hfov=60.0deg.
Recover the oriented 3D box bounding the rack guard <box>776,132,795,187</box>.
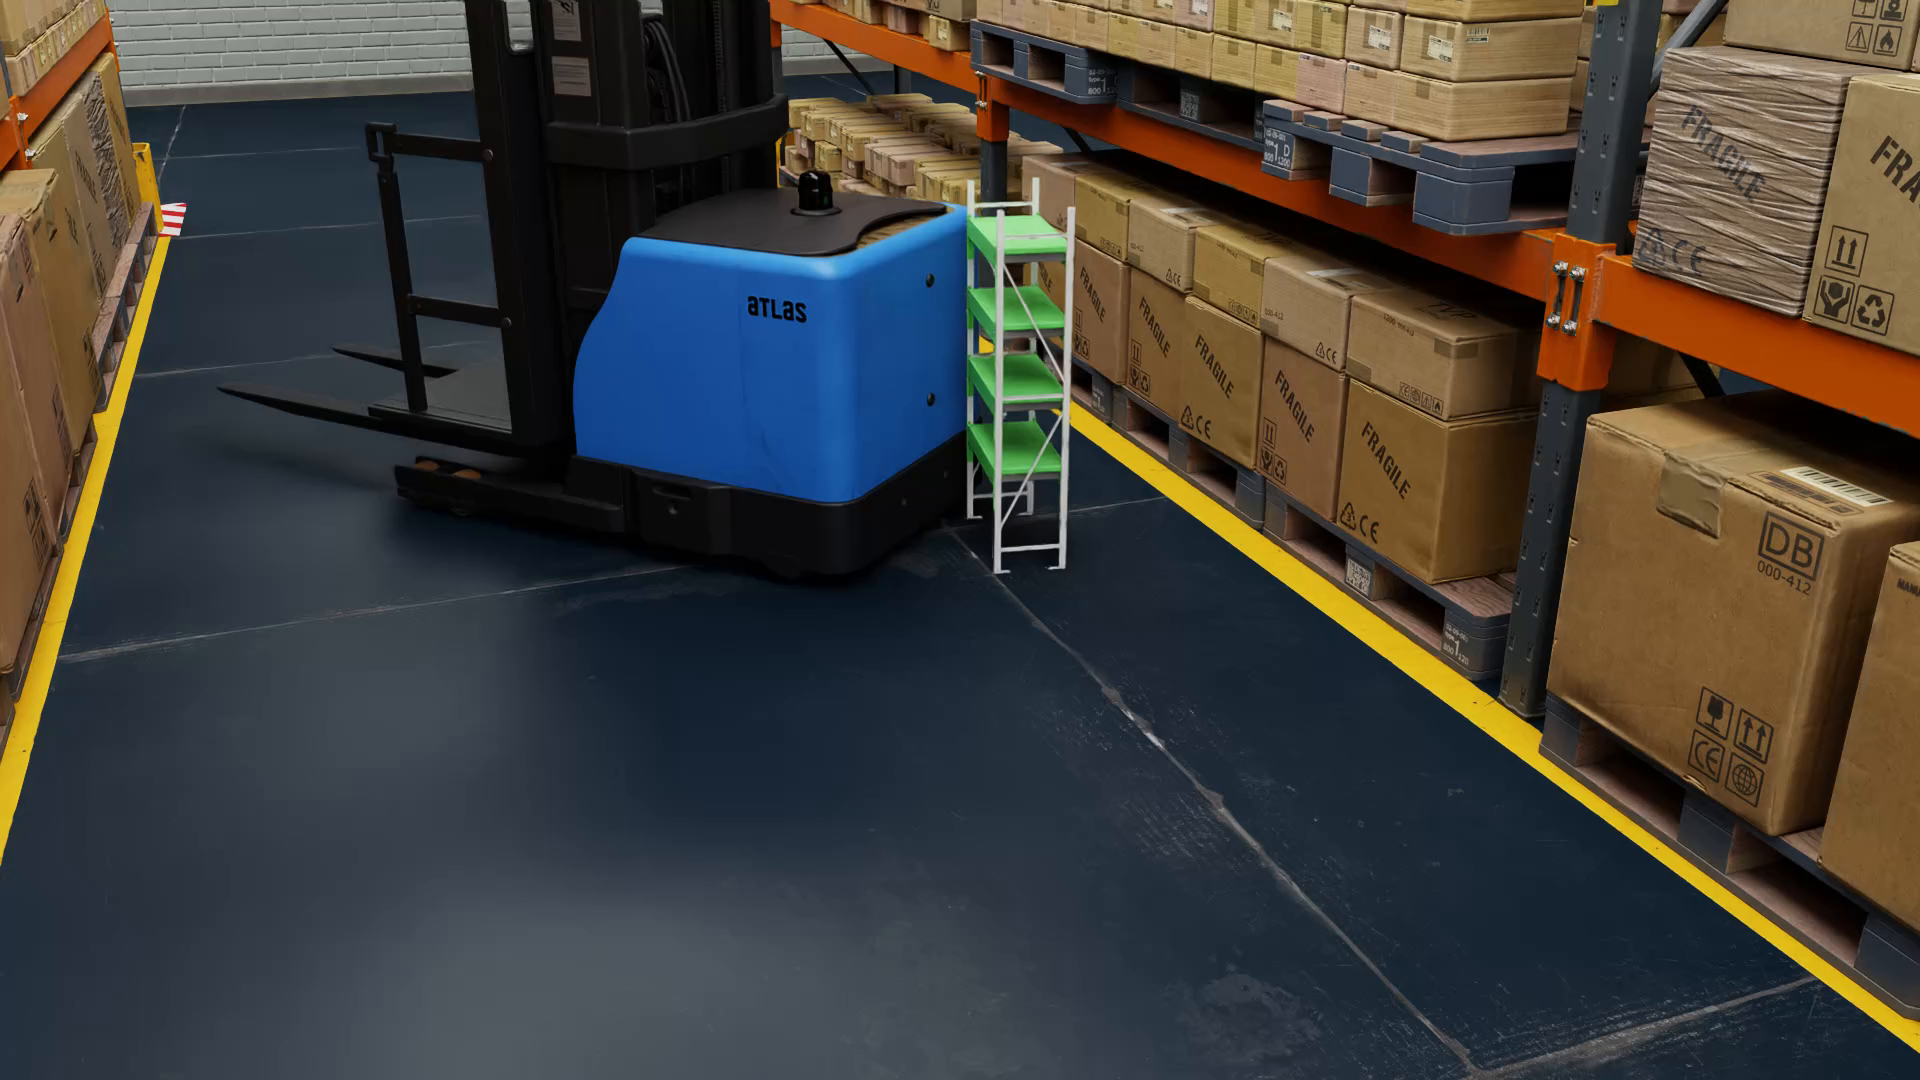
[{"bbox_3d":[-0.802,-2.701,11.514,1.175,0.500,0.348,-8,24,-19],"label":"rack guard"}]

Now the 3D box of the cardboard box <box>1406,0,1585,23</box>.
[{"bbox_3d":[1.396,-1.441,4.323,0.380,0.149,0.250,-9,25,-21],"label":"cardboard box"}]

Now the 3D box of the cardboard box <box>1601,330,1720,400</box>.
[{"bbox_3d":[1.981,-0.644,5.129,0.500,0.250,0.500,-9,25,-21],"label":"cardboard box"}]

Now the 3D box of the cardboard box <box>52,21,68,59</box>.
[{"bbox_3d":[-4.343,-2.291,7.648,0.380,0.149,0.250,-8,24,-18],"label":"cardboard box"}]

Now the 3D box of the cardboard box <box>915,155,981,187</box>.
[{"bbox_3d":[-0.025,-1.956,8.893,0.380,0.149,0.250,-8,24,-17],"label":"cardboard box"}]

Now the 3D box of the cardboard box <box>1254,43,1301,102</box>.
[{"bbox_3d":[1.132,-1.442,5.093,0.380,0.149,0.250,-9,24,-20],"label":"cardboard box"}]

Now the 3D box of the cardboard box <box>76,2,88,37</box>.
[{"bbox_3d":[-4.708,-2.666,8.536,0.380,0.149,0.250,-9,24,-20],"label":"cardboard box"}]

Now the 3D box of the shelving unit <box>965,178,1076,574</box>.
[{"bbox_3d":[0.187,-0.543,5.495,0.258,1.200,0.503,-4,23,-9],"label":"shelving unit"}]

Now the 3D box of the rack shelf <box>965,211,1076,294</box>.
[{"bbox_3d":[0.187,-0.927,5.333,0.258,0.148,0.480,-4,23,-9],"label":"rack shelf"}]

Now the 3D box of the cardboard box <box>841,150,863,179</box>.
[{"bbox_3d":[-0.499,-2.296,10.082,0.380,0.149,0.250,-10,25,-22],"label":"cardboard box"}]

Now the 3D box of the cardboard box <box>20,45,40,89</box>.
[{"bbox_3d":[-3.977,-1.916,6.757,0.380,0.149,0.250,-9,25,-21],"label":"cardboard box"}]

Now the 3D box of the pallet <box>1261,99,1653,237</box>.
[{"bbox_3d":[1.646,-1.129,4.815,1.213,0.211,1.003,-8,24,-19],"label":"pallet"}]

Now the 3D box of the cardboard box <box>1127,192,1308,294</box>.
[{"bbox_3d":[0.965,-1.130,6.282,0.500,0.250,0.500,-7,24,-17],"label":"cardboard box"}]

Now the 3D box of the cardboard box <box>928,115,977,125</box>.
[{"bbox_3d":[0.020,-2.508,10.202,0.380,0.149,0.250,-7,24,-17],"label":"cardboard box"}]

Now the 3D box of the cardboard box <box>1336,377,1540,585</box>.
[{"bbox_3d":[1.521,-0.218,5.084,0.500,0.500,0.500,-8,24,-19],"label":"cardboard box"}]

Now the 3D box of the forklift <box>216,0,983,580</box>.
[{"bbox_3d":[-1.468,-1.606,5.788,3.031,2.935,1.130,11,25,25],"label":"forklift"}]

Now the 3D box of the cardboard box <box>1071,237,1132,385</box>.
[{"bbox_3d":[0.786,-0.972,6.871,0.500,0.500,0.500,-7,24,-17],"label":"cardboard box"}]

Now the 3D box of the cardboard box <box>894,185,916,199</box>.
[{"bbox_3d":[-0.148,-1.901,9.144,0.380,0.149,0.250,-8,24,-18],"label":"cardboard box"}]

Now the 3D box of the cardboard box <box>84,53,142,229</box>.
[{"bbox_3d":[-5.203,-2.229,9.372,0.875,0.875,0.875,-8,24,-19],"label":"cardboard box"}]

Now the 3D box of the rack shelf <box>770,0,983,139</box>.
[{"bbox_3d":[-0.122,-2.822,9.510,1.077,0.370,4.000,-8,24,-19],"label":"rack shelf"}]

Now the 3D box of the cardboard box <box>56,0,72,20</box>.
[{"bbox_3d":[-4.538,-2.607,7.883,0.500,0.250,0.500,-8,24,-19],"label":"cardboard box"}]

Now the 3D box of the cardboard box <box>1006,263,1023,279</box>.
[{"bbox_3d":[0.127,-1.402,8.345,0.380,0.149,0.250,-8,24,-18],"label":"cardboard box"}]

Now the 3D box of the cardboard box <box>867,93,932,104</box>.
[{"bbox_3d":[-0.404,-2.877,11.077,0.380,0.149,0.250,-8,24,-18],"label":"cardboard box"}]

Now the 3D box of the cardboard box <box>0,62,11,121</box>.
[{"bbox_3d":[-3.671,-1.697,5.785,0.500,0.500,0.500,-8,24,-19],"label":"cardboard box"}]

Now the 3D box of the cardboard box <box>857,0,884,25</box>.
[{"bbox_3d":[-0.355,-2.941,9.189,0.380,0.149,0.250,-8,24,-18],"label":"cardboard box"}]

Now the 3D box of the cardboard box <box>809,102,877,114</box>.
[{"bbox_3d":[-0.751,-2.714,10.690,0.380,0.149,0.250,-8,24,-18],"label":"cardboard box"}]

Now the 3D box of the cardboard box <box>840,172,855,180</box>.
[{"bbox_3d":[-0.513,-2.165,10.155,0.380,0.149,0.250,-8,24,-19],"label":"cardboard box"}]

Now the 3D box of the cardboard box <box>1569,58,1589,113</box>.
[{"bbox_3d":[1.934,-1.339,4.848,0.380,0.149,0.250,-7,24,-16],"label":"cardboard box"}]

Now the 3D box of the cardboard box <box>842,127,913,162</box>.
[{"bbox_3d":[-0.478,-2.322,9.760,0.380,0.149,0.250,-8,24,-18],"label":"cardboard box"}]

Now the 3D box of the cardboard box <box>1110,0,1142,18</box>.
[{"bbox_3d":[0.762,-1.959,5.937,0.380,0.149,0.250,-9,24,-20],"label":"cardboard box"}]

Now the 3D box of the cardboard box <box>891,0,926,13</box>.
[{"bbox_3d":[-0.033,-2.936,8.342,0.500,0.500,0.500,-9,24,-20],"label":"cardboard box"}]

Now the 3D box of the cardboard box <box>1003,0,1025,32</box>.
[{"bbox_3d":[0.397,-2.198,6.887,0.380,0.149,0.250,-8,24,-18],"label":"cardboard box"}]

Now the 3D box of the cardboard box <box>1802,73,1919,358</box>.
[{"bbox_3d":[2.086,-0.635,3.266,0.500,0.500,0.500,-9,24,-19],"label":"cardboard box"}]

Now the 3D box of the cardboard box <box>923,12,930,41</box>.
[{"bbox_3d":[0.033,-2.567,8.301,0.380,0.149,0.250,-7,24,-17],"label":"cardboard box"}]

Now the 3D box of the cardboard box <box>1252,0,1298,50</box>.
[{"bbox_3d":[1.118,-1.588,5.056,0.380,0.149,0.250,-8,24,-19],"label":"cardboard box"}]

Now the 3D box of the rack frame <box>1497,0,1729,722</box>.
[{"bbox_3d":[1.998,-0.973,4.198,1.000,3.000,0.127,-8,24,-19],"label":"rack frame"}]

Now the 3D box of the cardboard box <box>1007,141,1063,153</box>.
[{"bbox_3d":[0.353,-2.123,9.289,0.380,0.149,0.250,-8,24,-18],"label":"cardboard box"}]

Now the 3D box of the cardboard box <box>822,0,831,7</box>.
[{"bbox_3d":[-0.627,-3.335,10.123,0.380,0.149,0.250,-7,24,-17],"label":"cardboard box"}]

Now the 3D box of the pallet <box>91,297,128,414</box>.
[{"bbox_3d":[-4.287,-0.785,7.341,1.003,0.211,1.213,-8,24,-19],"label":"pallet"}]

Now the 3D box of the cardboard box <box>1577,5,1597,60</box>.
[{"bbox_3d":[1.917,-1.490,4.822,0.380,0.149,0.250,-7,24,-16],"label":"cardboard box"}]

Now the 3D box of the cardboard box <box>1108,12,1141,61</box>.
[{"bbox_3d":[0.760,-1.825,6.000,0.380,0.149,0.250,-9,24,-20],"label":"cardboard box"}]

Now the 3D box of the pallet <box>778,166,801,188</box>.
[{"bbox_3d":[-0.548,-2.268,10.858,1.003,0.211,1.213,-8,24,-19],"label":"pallet"}]

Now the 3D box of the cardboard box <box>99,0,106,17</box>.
[{"bbox_3d":[-5.070,-3.036,9.416,0.380,0.149,0.250,-8,24,-18],"label":"cardboard box"}]

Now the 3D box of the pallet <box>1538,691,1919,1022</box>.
[{"bbox_3d":[2.206,0.608,4.035,1.003,0.211,1.213,-8,24,-19],"label":"pallet"}]
